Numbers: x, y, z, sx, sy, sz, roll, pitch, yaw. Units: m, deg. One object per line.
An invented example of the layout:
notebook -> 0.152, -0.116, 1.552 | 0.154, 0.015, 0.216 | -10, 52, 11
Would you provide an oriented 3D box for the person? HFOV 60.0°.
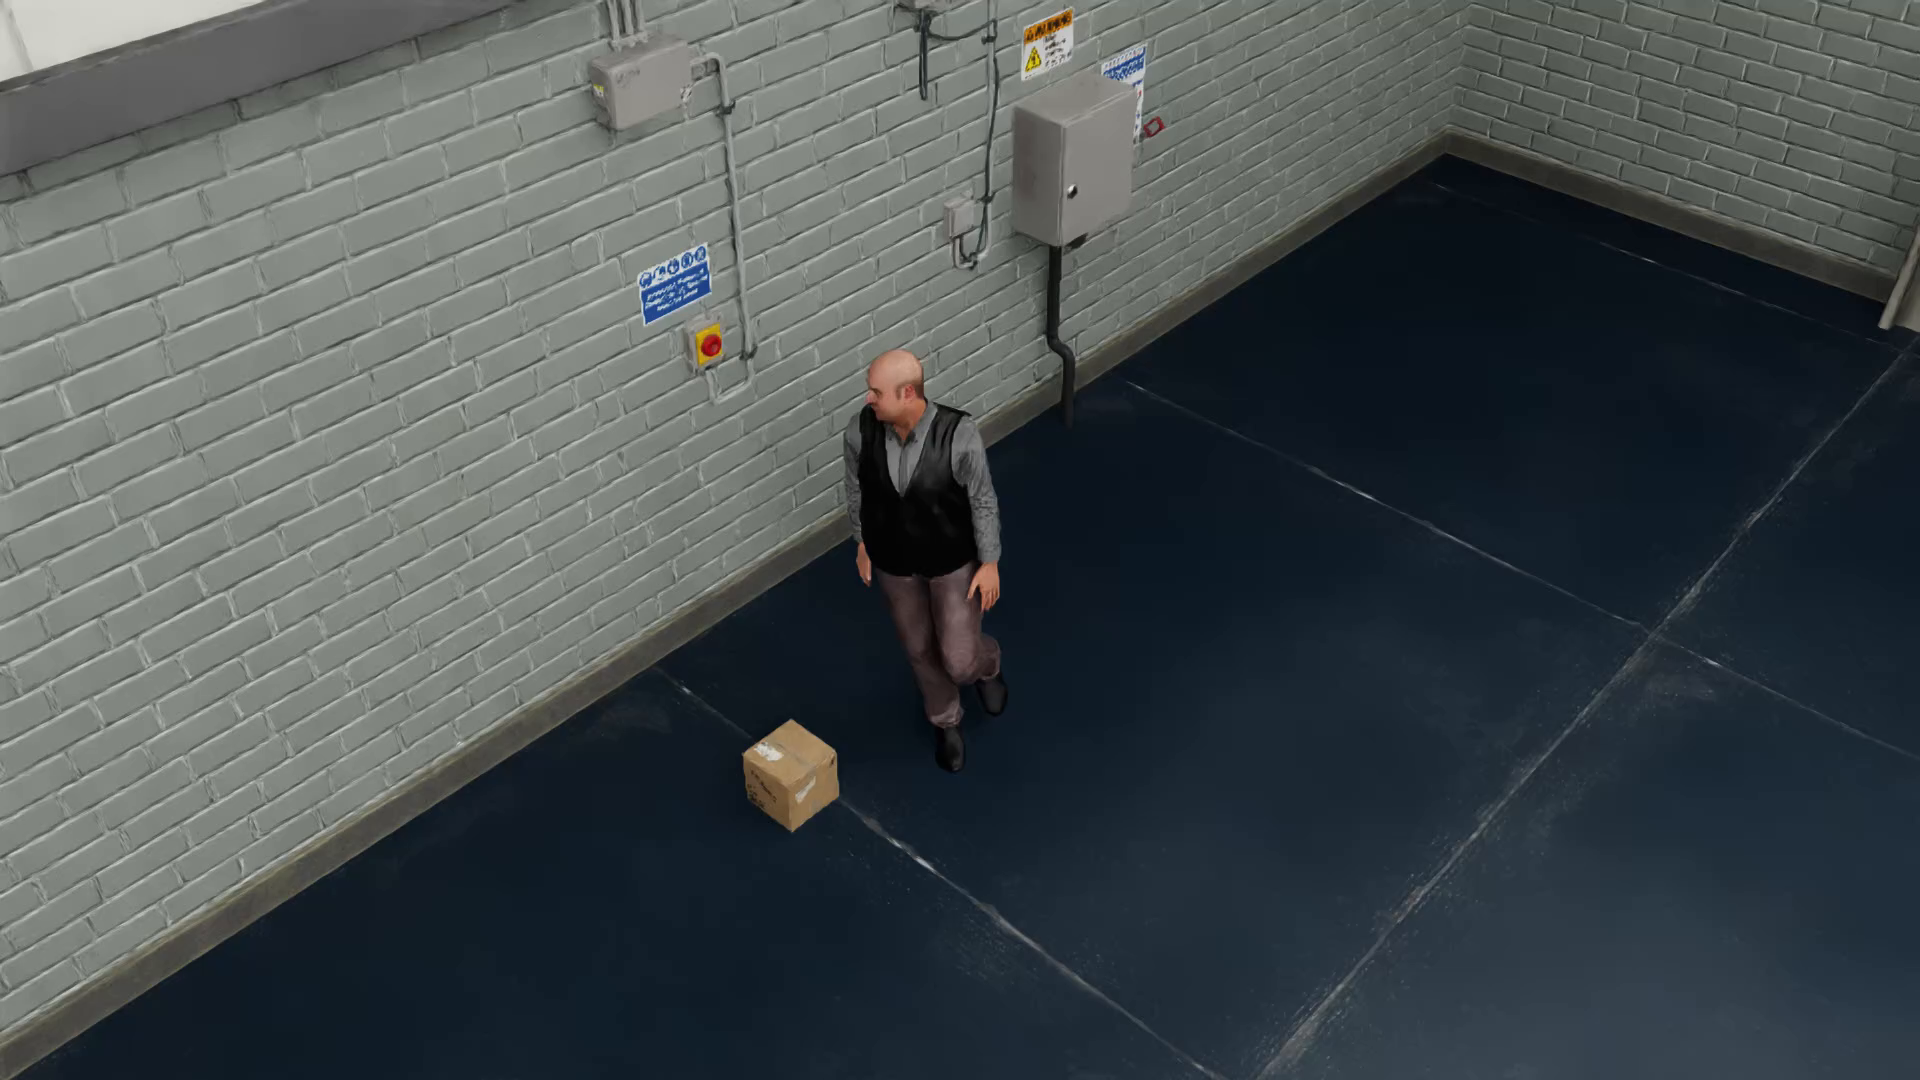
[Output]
person -> -0.131, 0.081, 6.086 | 0.619, 1.711, 0.487 | 7, 40, 9
